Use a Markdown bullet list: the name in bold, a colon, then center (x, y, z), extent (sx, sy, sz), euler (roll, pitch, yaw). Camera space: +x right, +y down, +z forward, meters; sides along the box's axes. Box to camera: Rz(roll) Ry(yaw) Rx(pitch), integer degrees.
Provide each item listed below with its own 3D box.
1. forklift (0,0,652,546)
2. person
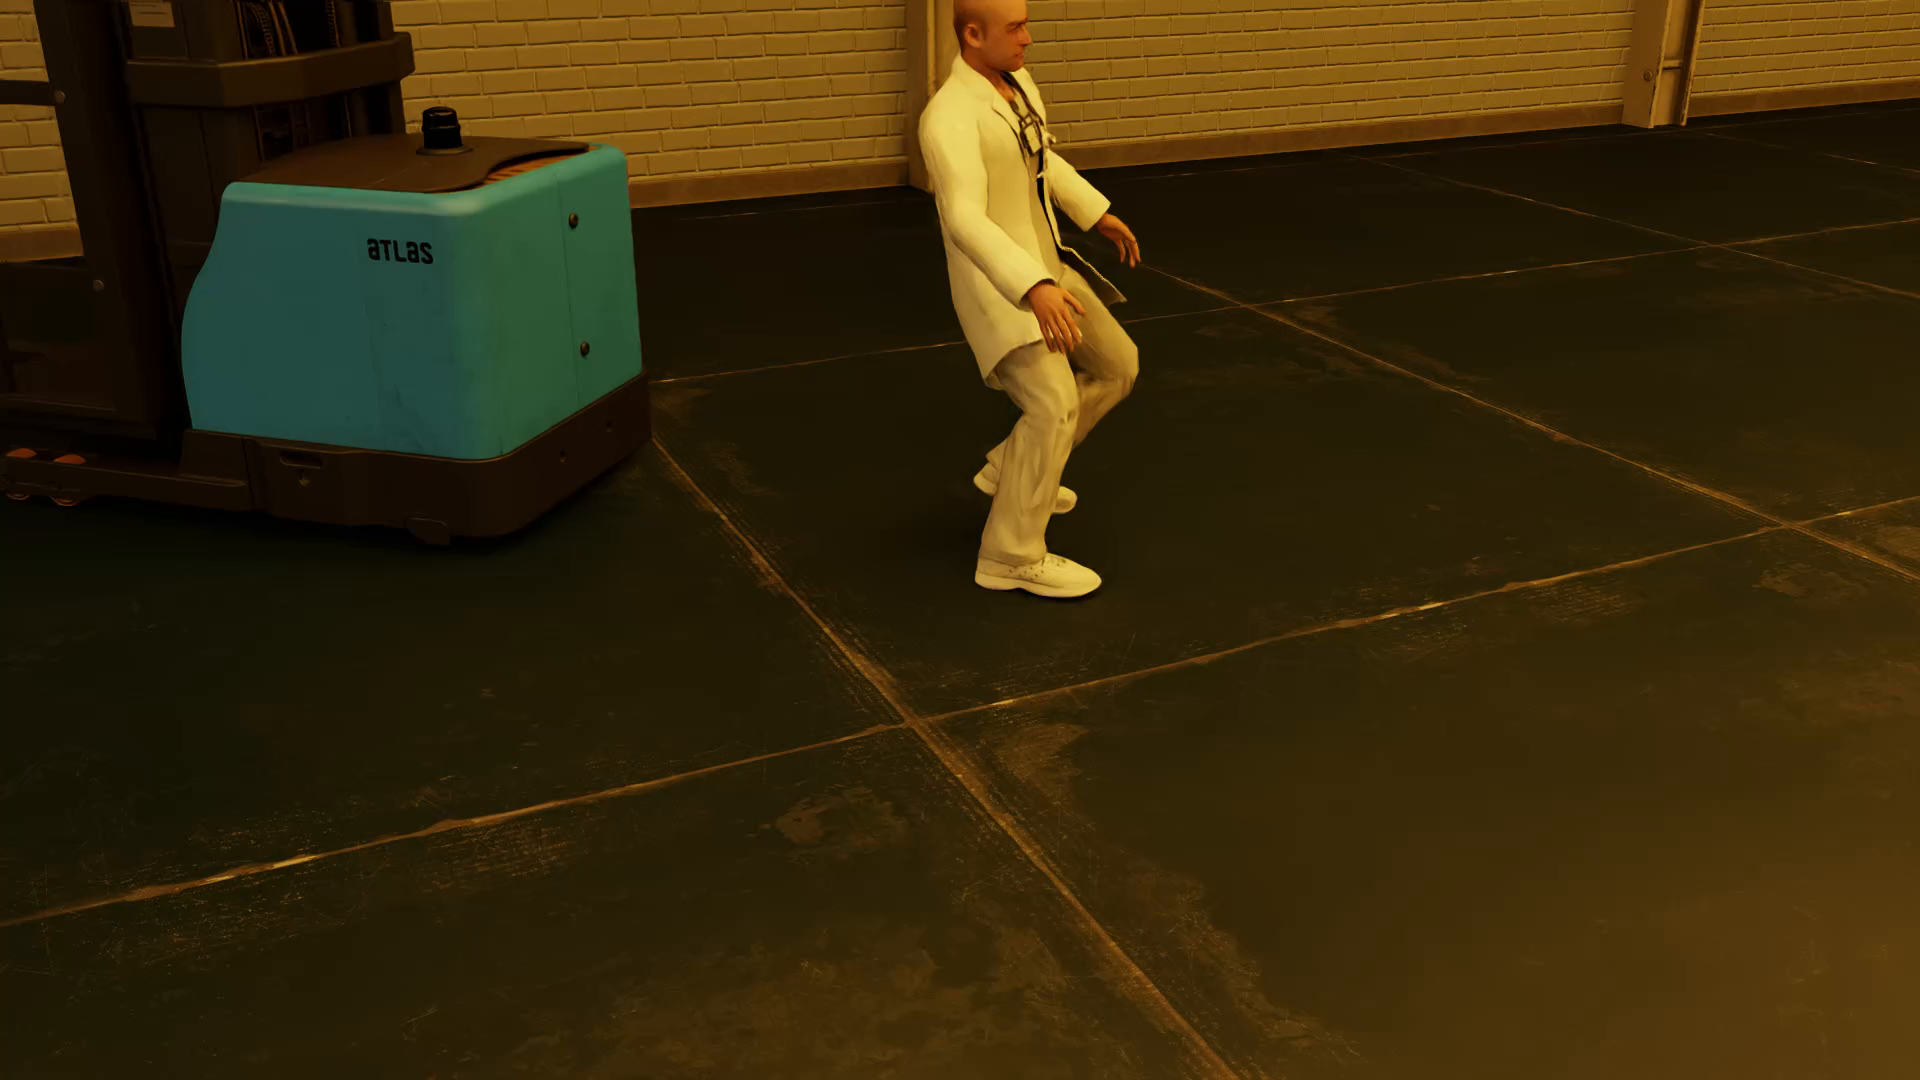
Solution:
- **forklift**: center (-2.645, -1.646, 5.249), extent (3.031, 2.935, 1.130), euler (7, 23, 16)
- **person**: center (0.223, -0.733, 4.717), extent (0.628, 1.646, 0.844), euler (11, 25, 24)
